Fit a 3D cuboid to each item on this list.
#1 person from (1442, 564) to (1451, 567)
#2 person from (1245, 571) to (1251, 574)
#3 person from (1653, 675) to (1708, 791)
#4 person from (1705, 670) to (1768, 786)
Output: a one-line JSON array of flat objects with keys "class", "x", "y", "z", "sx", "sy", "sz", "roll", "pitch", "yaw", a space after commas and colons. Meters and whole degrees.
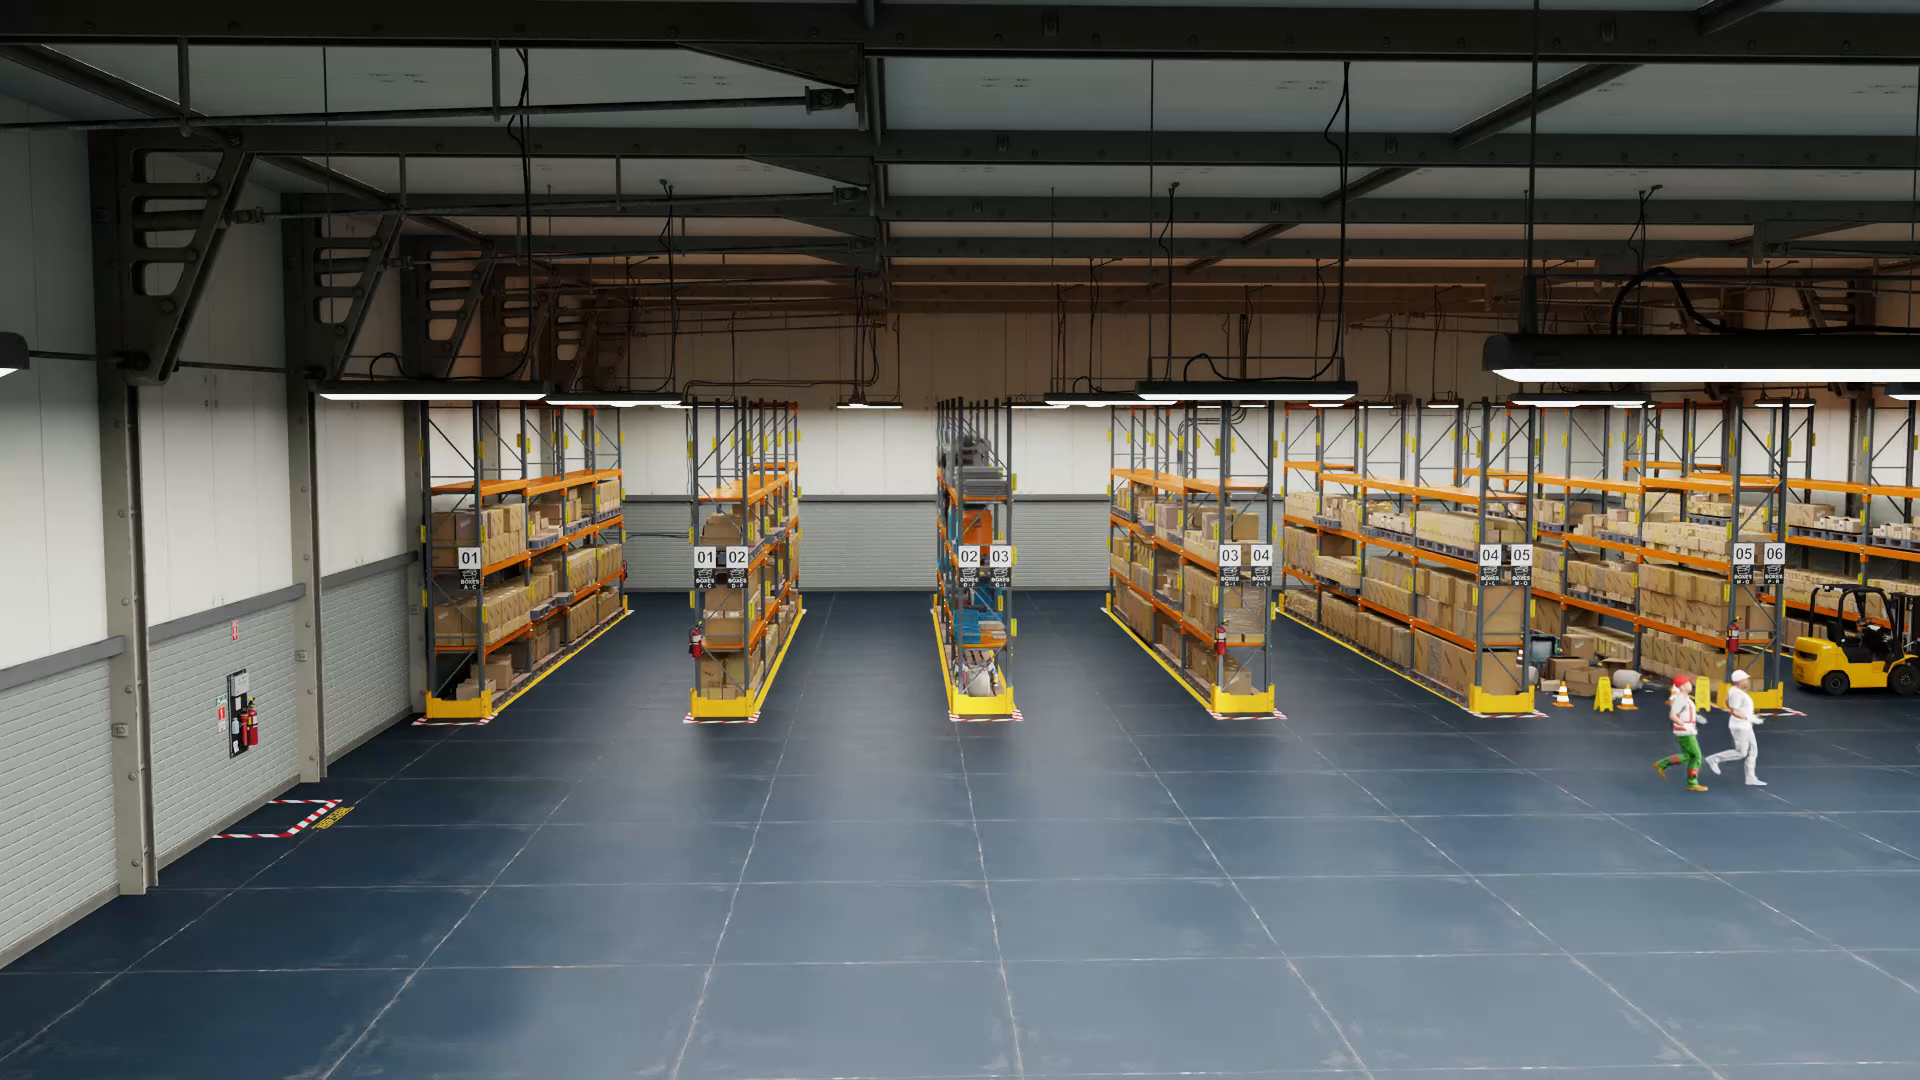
[{"class": "person", "x": 14.492, "y": 1.094, "z": 49.363, "sx": 0.572, "sy": 1.633, "sz": 0.669, "roll": 0, "pitch": 4, "yaw": 0}, {"class": "person", "x": 7.999, "y": 1.262, "z": 46.531, "sx": 0.708, "sy": 1.768, "sz": 0.863, "roll": 1, "pitch": 4, "yaw": 9}, {"class": "person", "x": 10.907, "y": 2.909, "z": 25.135, "sx": 0.786, "sy": 1.749, "sz": 0.653, "roll": 2, "pitch": 5, "yaw": 26}, {"class": "person", "x": 11.934, "y": 2.873, "z": 25.500, "sx": 0.878, "sy": 1.766, "sz": 0.681, "roll": 3, "pitch": 5, "yaw": 30}]
